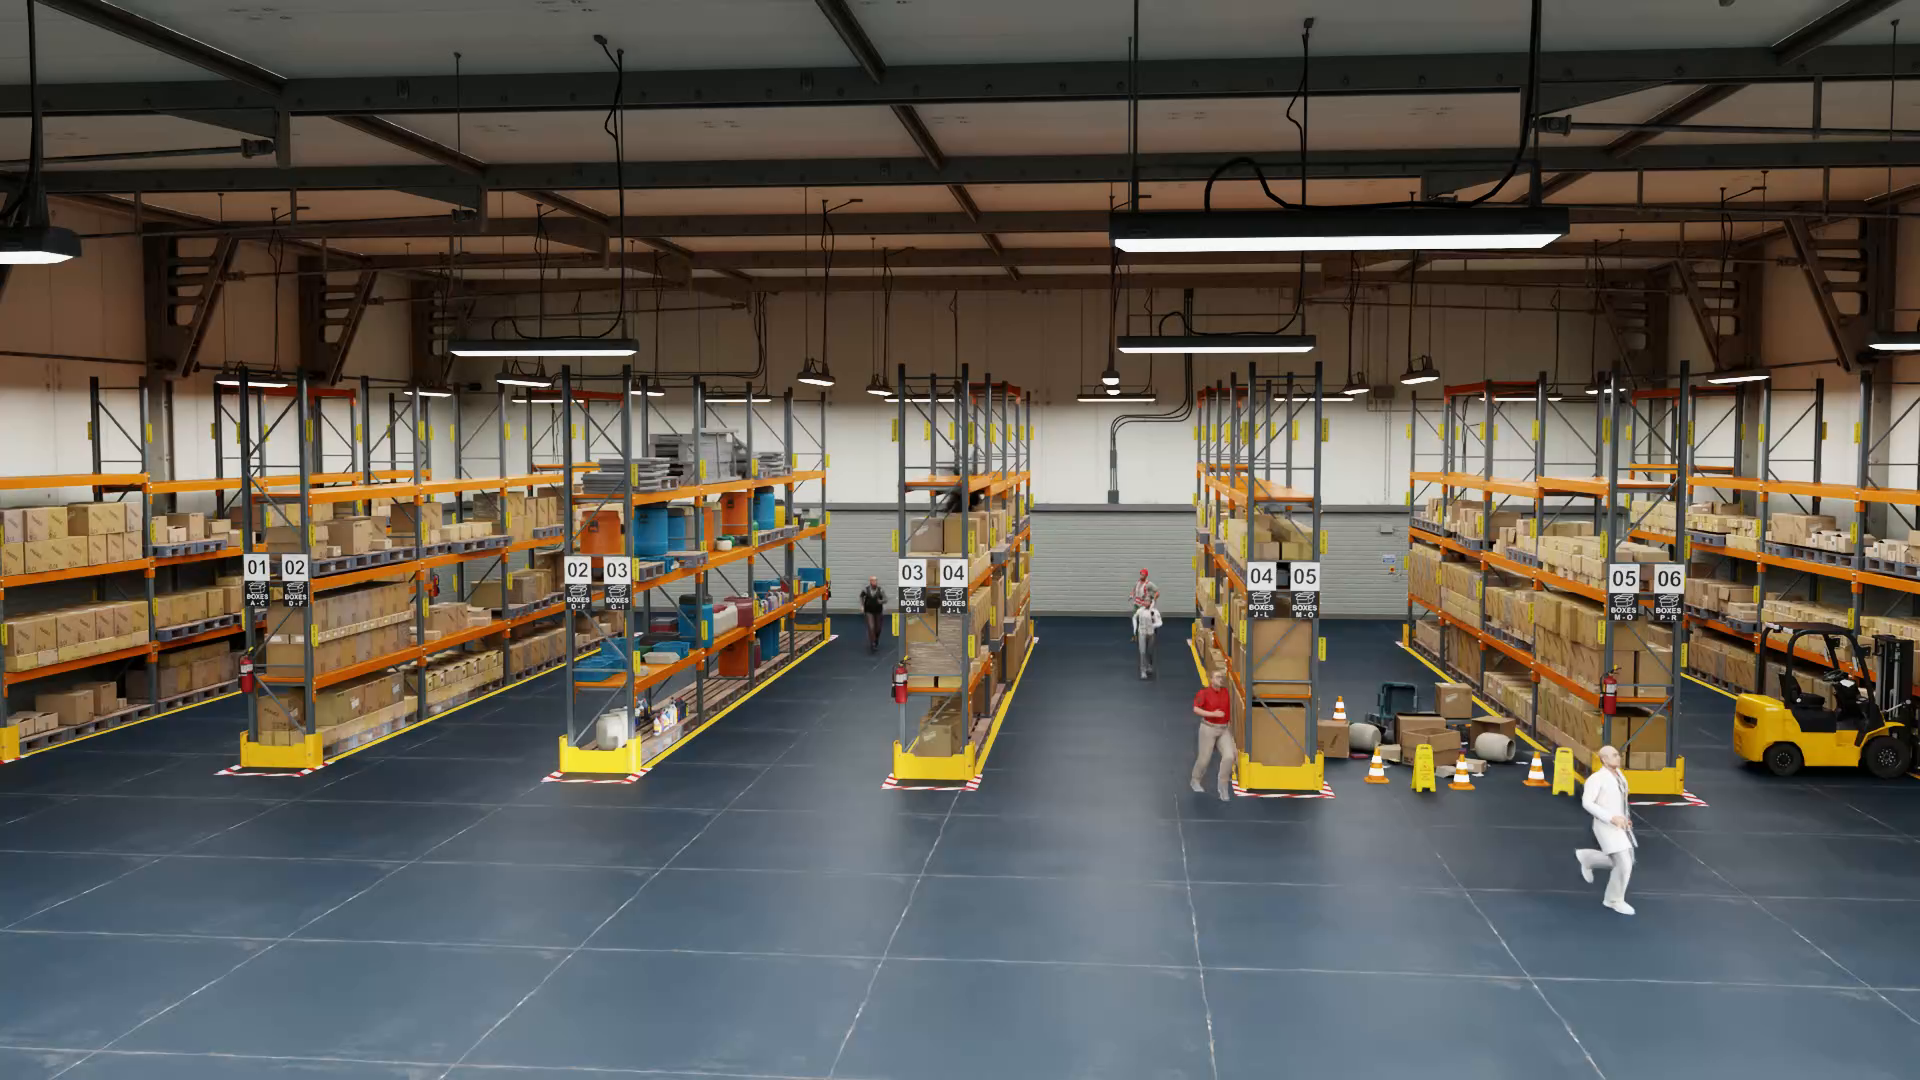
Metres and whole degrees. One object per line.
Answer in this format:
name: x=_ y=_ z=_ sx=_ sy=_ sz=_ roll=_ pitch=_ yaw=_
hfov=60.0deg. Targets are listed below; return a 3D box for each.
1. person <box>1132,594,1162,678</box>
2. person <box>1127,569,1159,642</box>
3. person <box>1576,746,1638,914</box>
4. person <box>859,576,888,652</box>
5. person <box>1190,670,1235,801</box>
person: x=3.837 y=1.944 z=34.114 sx=0.627 sy=1.679 sz=0.934 roll=1 pitch=4 yaw=9
person: x=4.353 y=1.574 z=39.851 sx=0.666 sy=1.773 sz=0.718 roll=-3 pitch=5 yaw=-38
person: x=6.818 y=3.026 z=17.566 sx=0.730 sy=1.724 sz=0.716 roll=-3 pitch=5 yaw=-43
person: x=-1.987 y=1.676 z=38.253 sx=0.658 sy=1.701 sz=0.914 roll=0 pitch=4 yaw=-7
person: x=3.496 y=2.693 z=22.887 sx=0.659 sy=1.796 sz=0.709 roll=-1 pitch=4 yaw=-22
